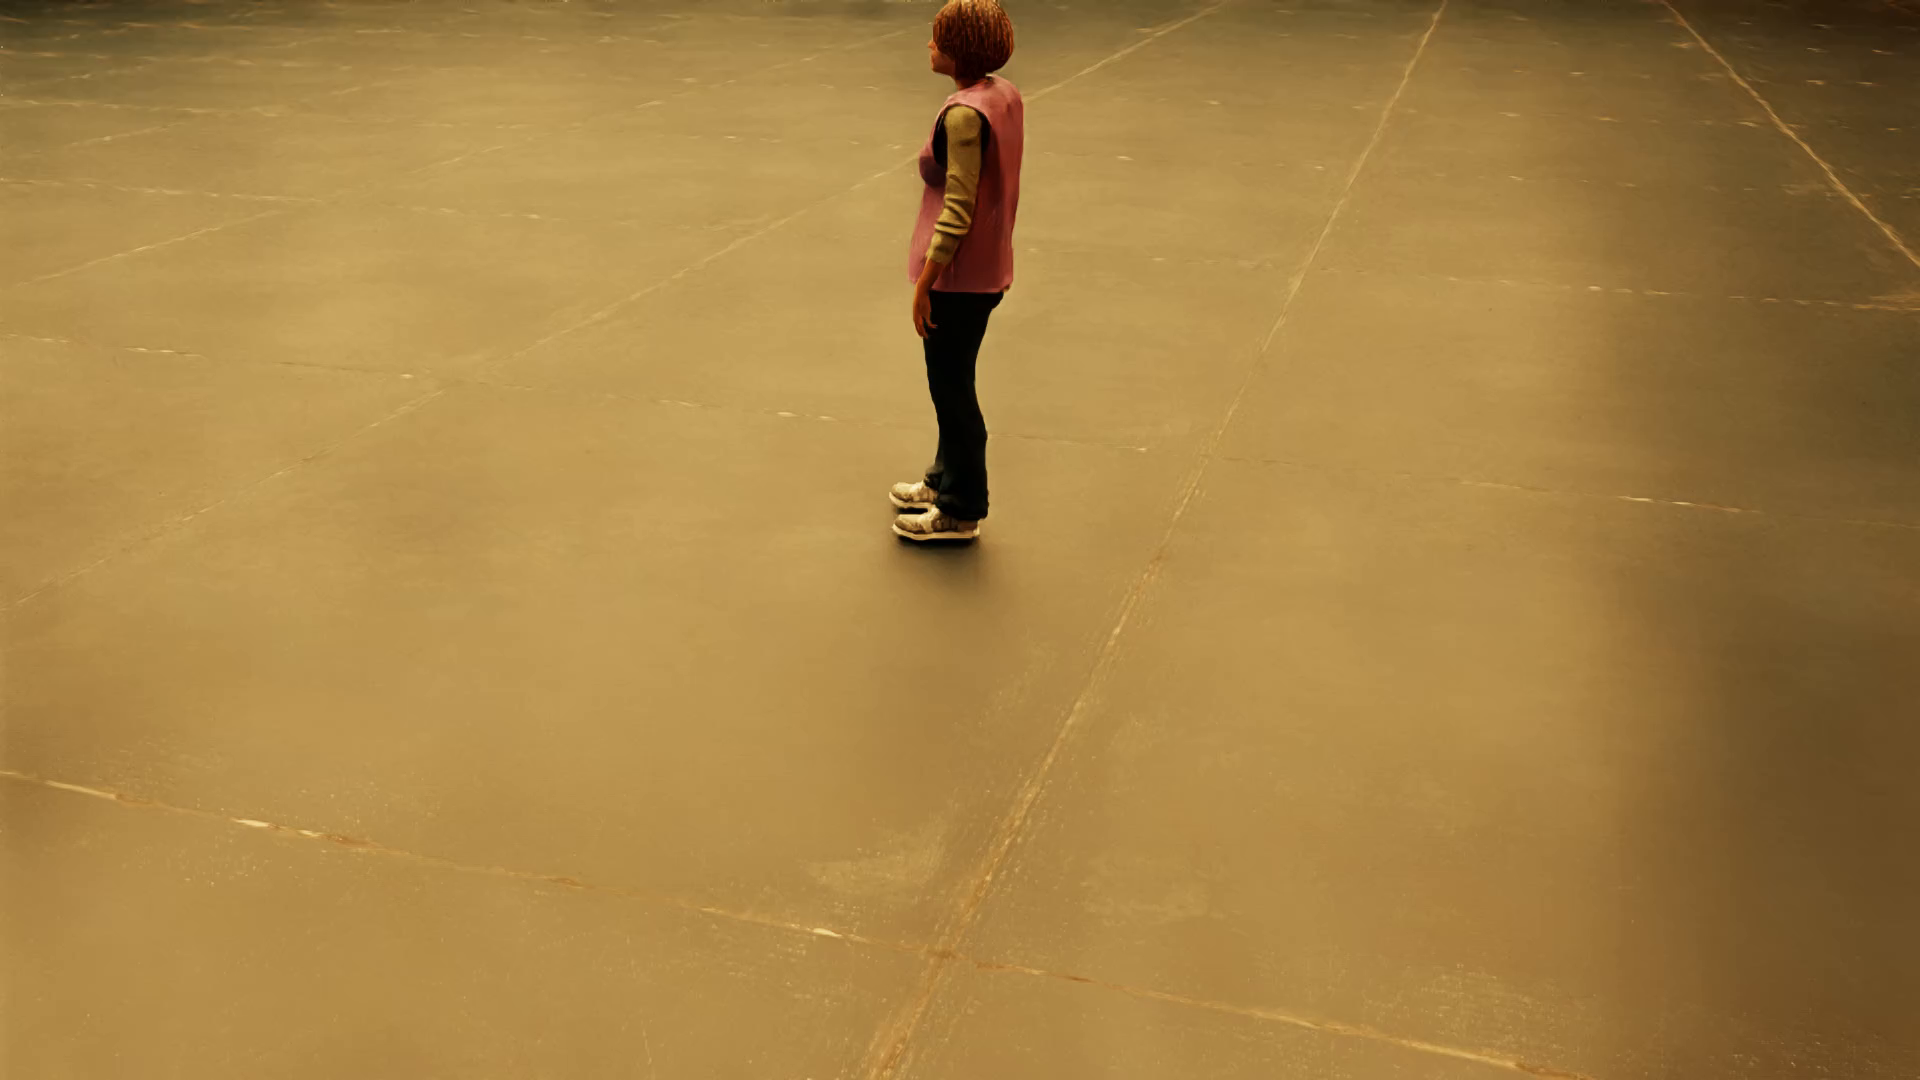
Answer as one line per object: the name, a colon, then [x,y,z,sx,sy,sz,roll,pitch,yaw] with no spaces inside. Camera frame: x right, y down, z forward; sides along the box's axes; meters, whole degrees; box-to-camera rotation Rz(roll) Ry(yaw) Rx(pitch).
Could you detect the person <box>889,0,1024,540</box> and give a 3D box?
person: [-0.067,-0.758,4.846,0.474,1.597,0.520,7,23,16]
